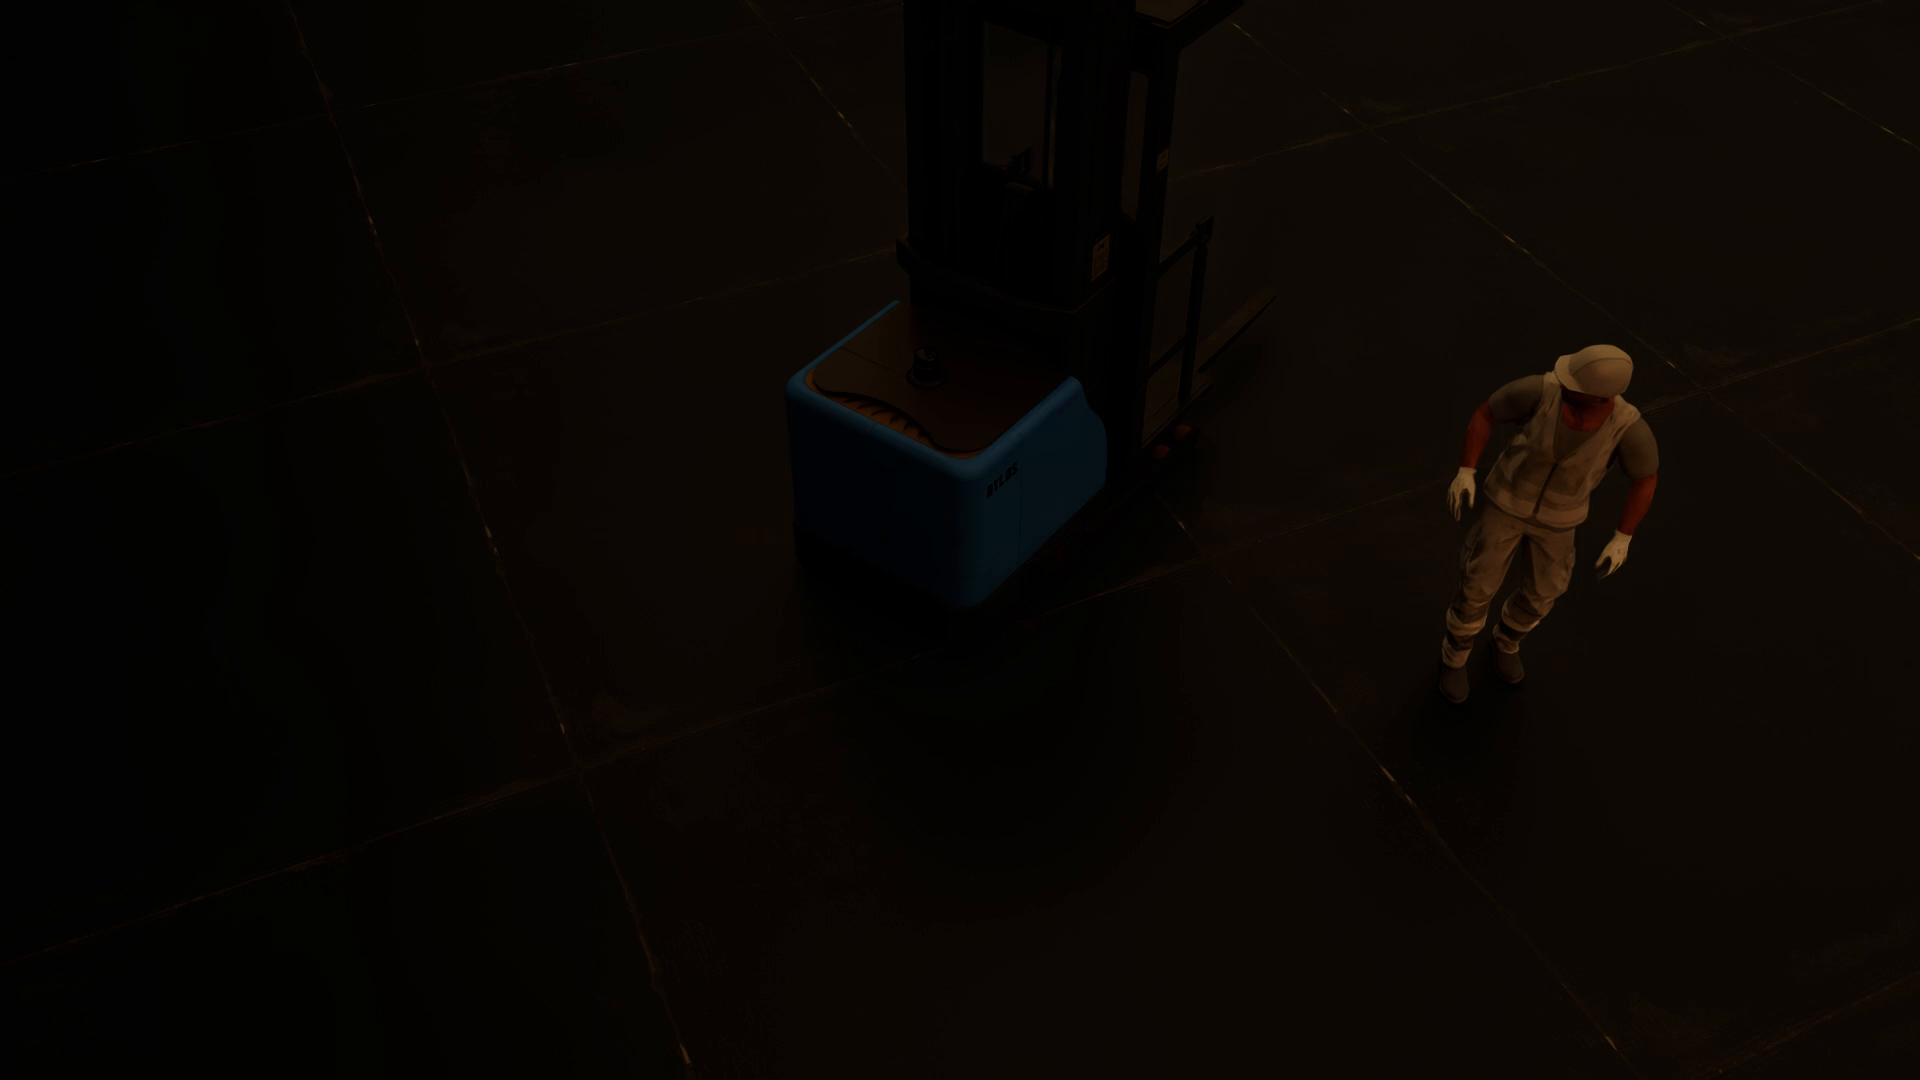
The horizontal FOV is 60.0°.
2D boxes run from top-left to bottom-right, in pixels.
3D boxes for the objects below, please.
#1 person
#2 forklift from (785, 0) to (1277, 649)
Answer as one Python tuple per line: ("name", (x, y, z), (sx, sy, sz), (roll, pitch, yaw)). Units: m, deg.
("person", (2.306, -0.062, 6.608), (0.749, 1.757, 0.505), (12, 44, 12))
("forklift", (0.530, -1.556, 7.348), (1.130, 2.935, 3.031), (27, 49, 26))
